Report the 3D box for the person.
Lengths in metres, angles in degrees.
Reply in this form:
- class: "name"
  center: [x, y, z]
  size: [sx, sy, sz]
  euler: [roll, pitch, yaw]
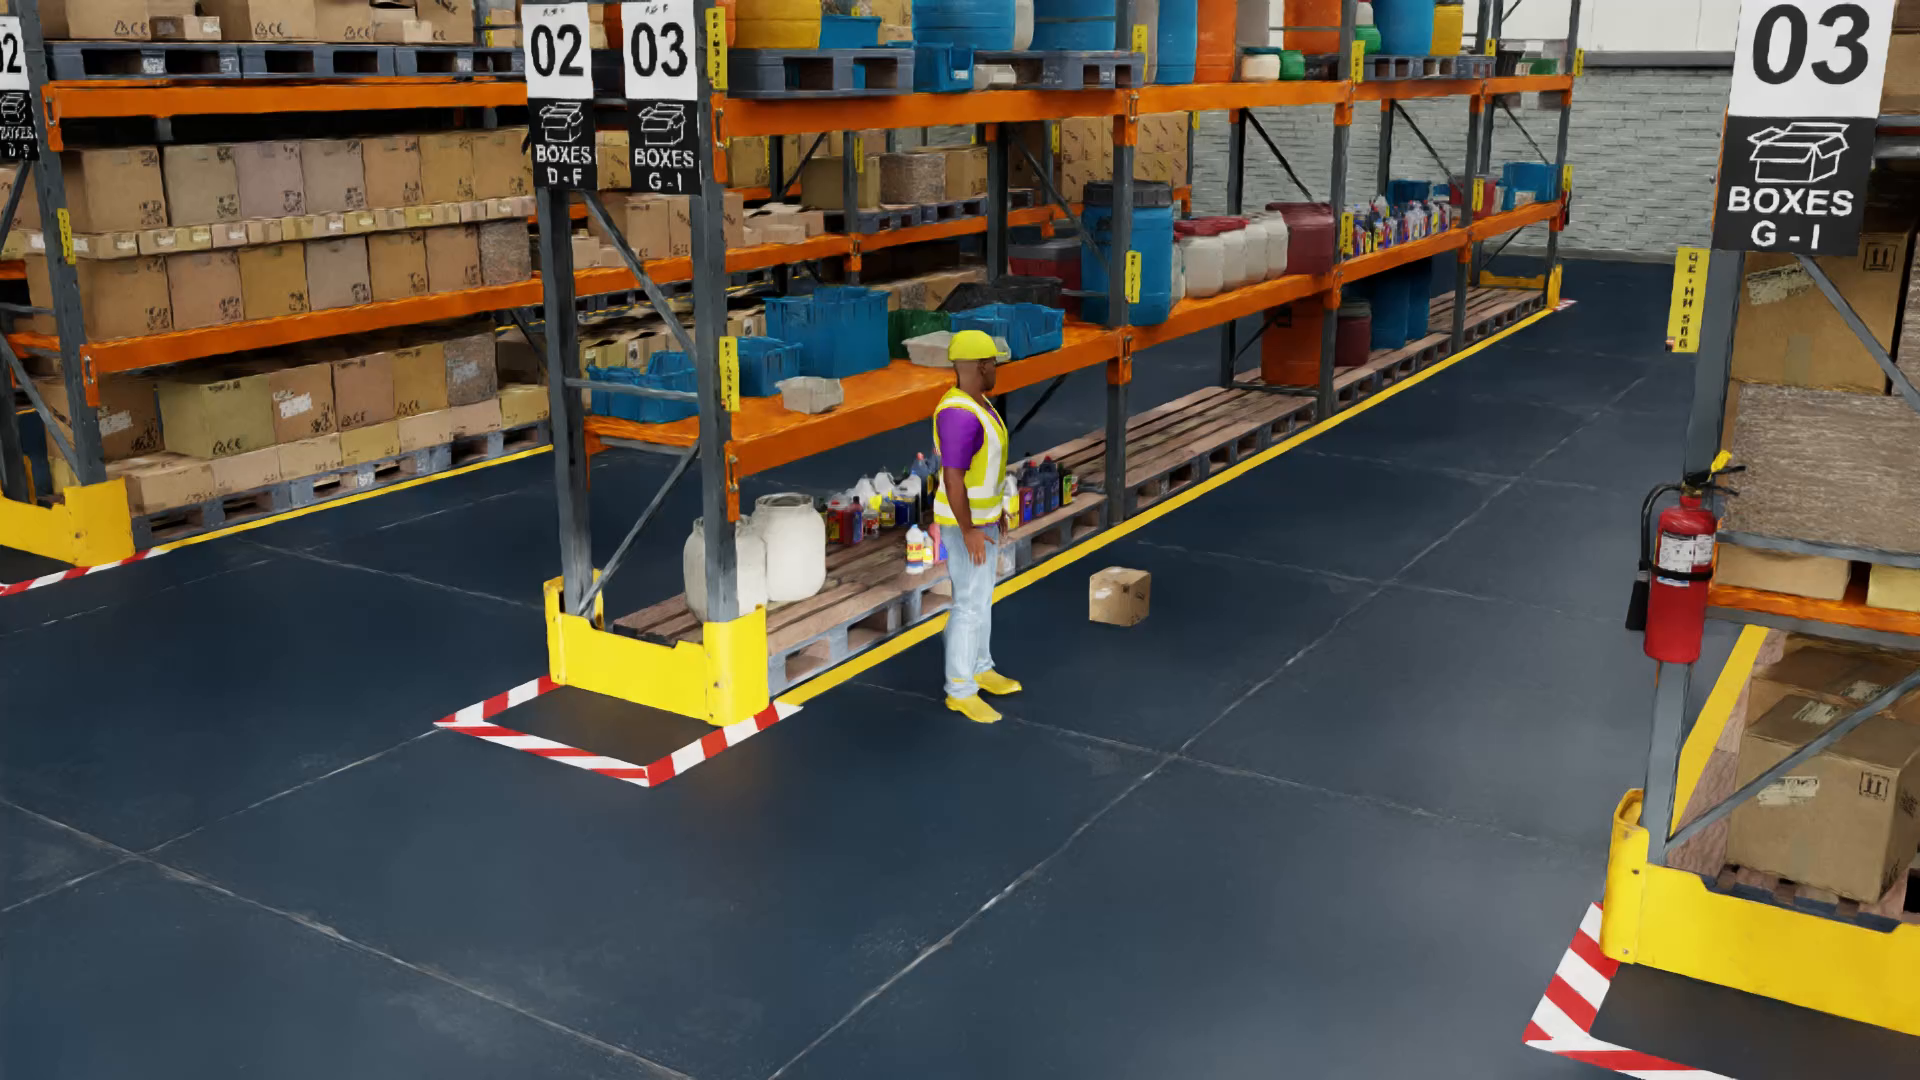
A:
- class: "person"
  center: [0.086, -0.080, 7.767]
  size: [0.416, 1.811, 0.619]
  euler: [2, 16, 8]
